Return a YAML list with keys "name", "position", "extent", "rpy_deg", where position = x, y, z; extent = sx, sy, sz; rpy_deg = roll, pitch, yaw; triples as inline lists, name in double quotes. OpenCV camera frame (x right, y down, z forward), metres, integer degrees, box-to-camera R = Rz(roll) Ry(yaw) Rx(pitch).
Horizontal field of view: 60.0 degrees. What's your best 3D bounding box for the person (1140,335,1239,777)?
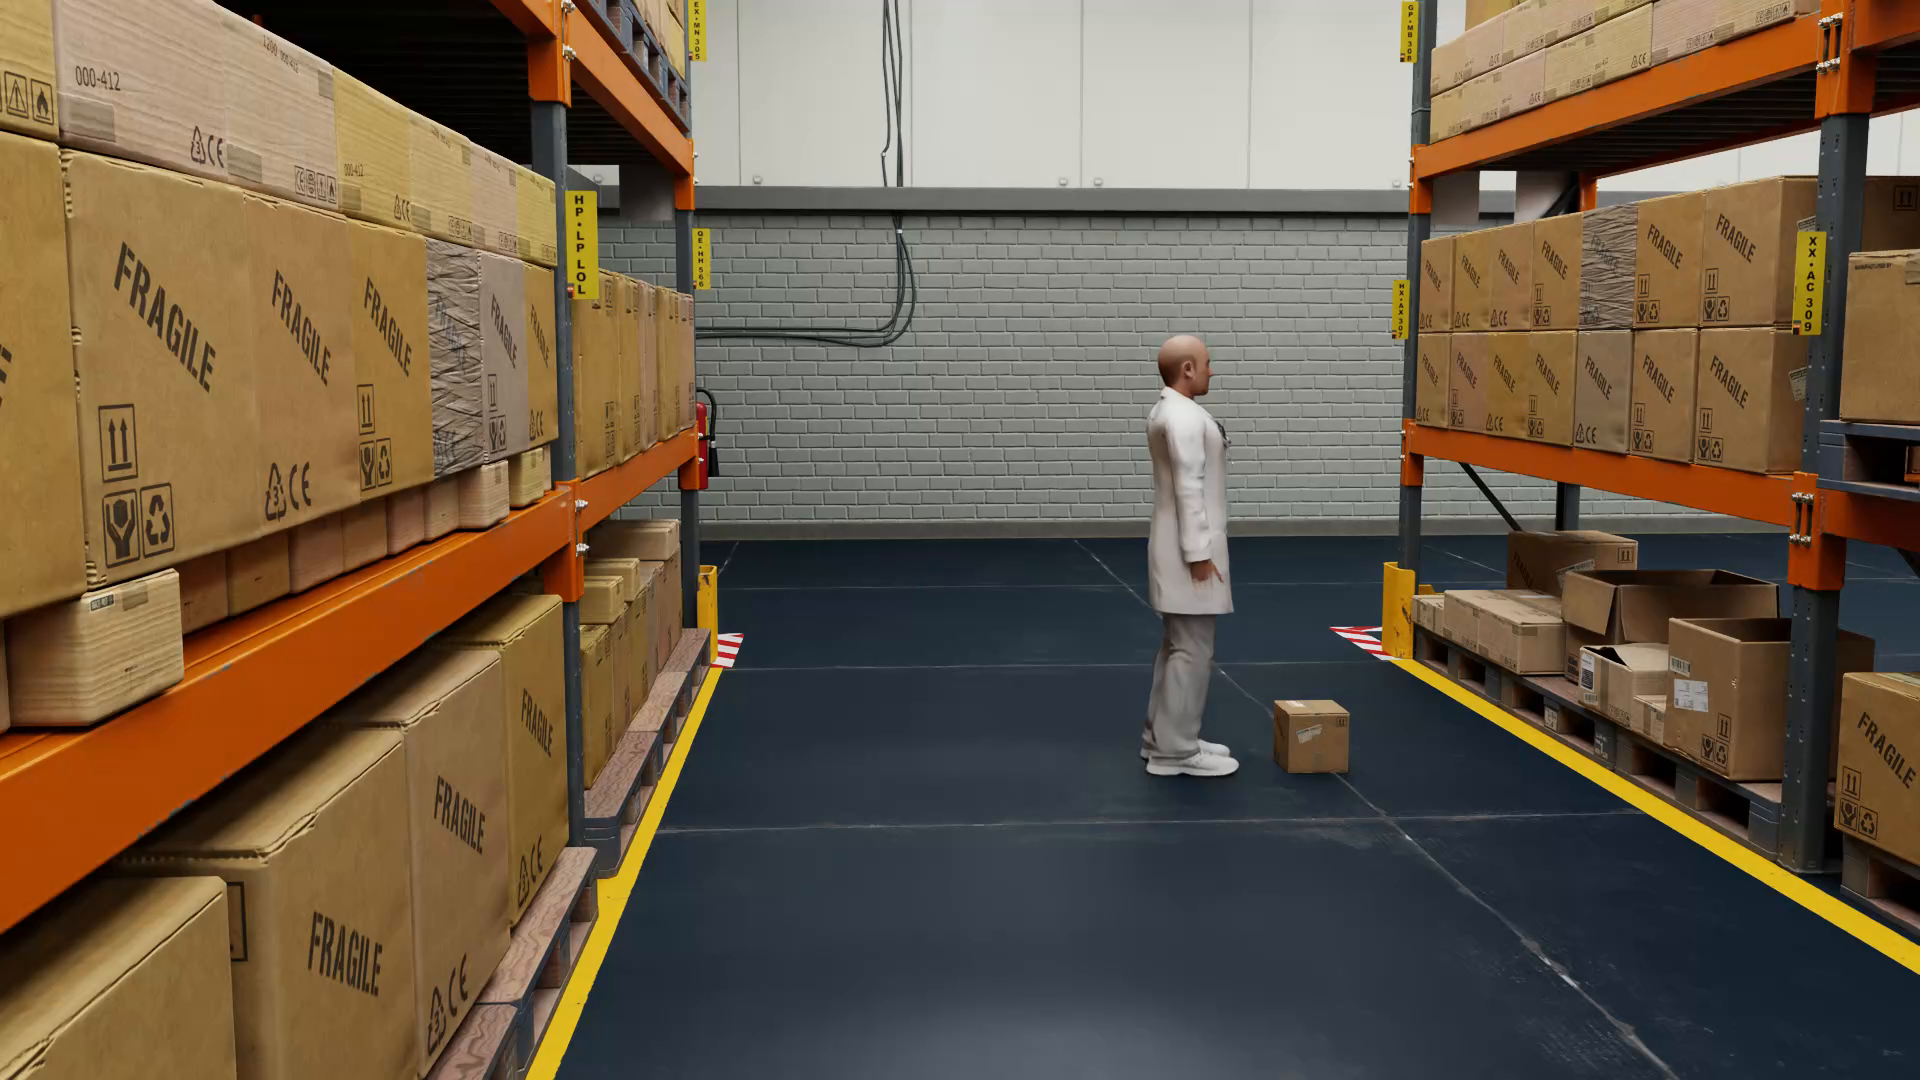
- name: "person"
  position: [0.946, 0.060, 6.795]
  extent: [0.386, 1.778, 0.571]
  rpy_deg: [0, 7, -3]
